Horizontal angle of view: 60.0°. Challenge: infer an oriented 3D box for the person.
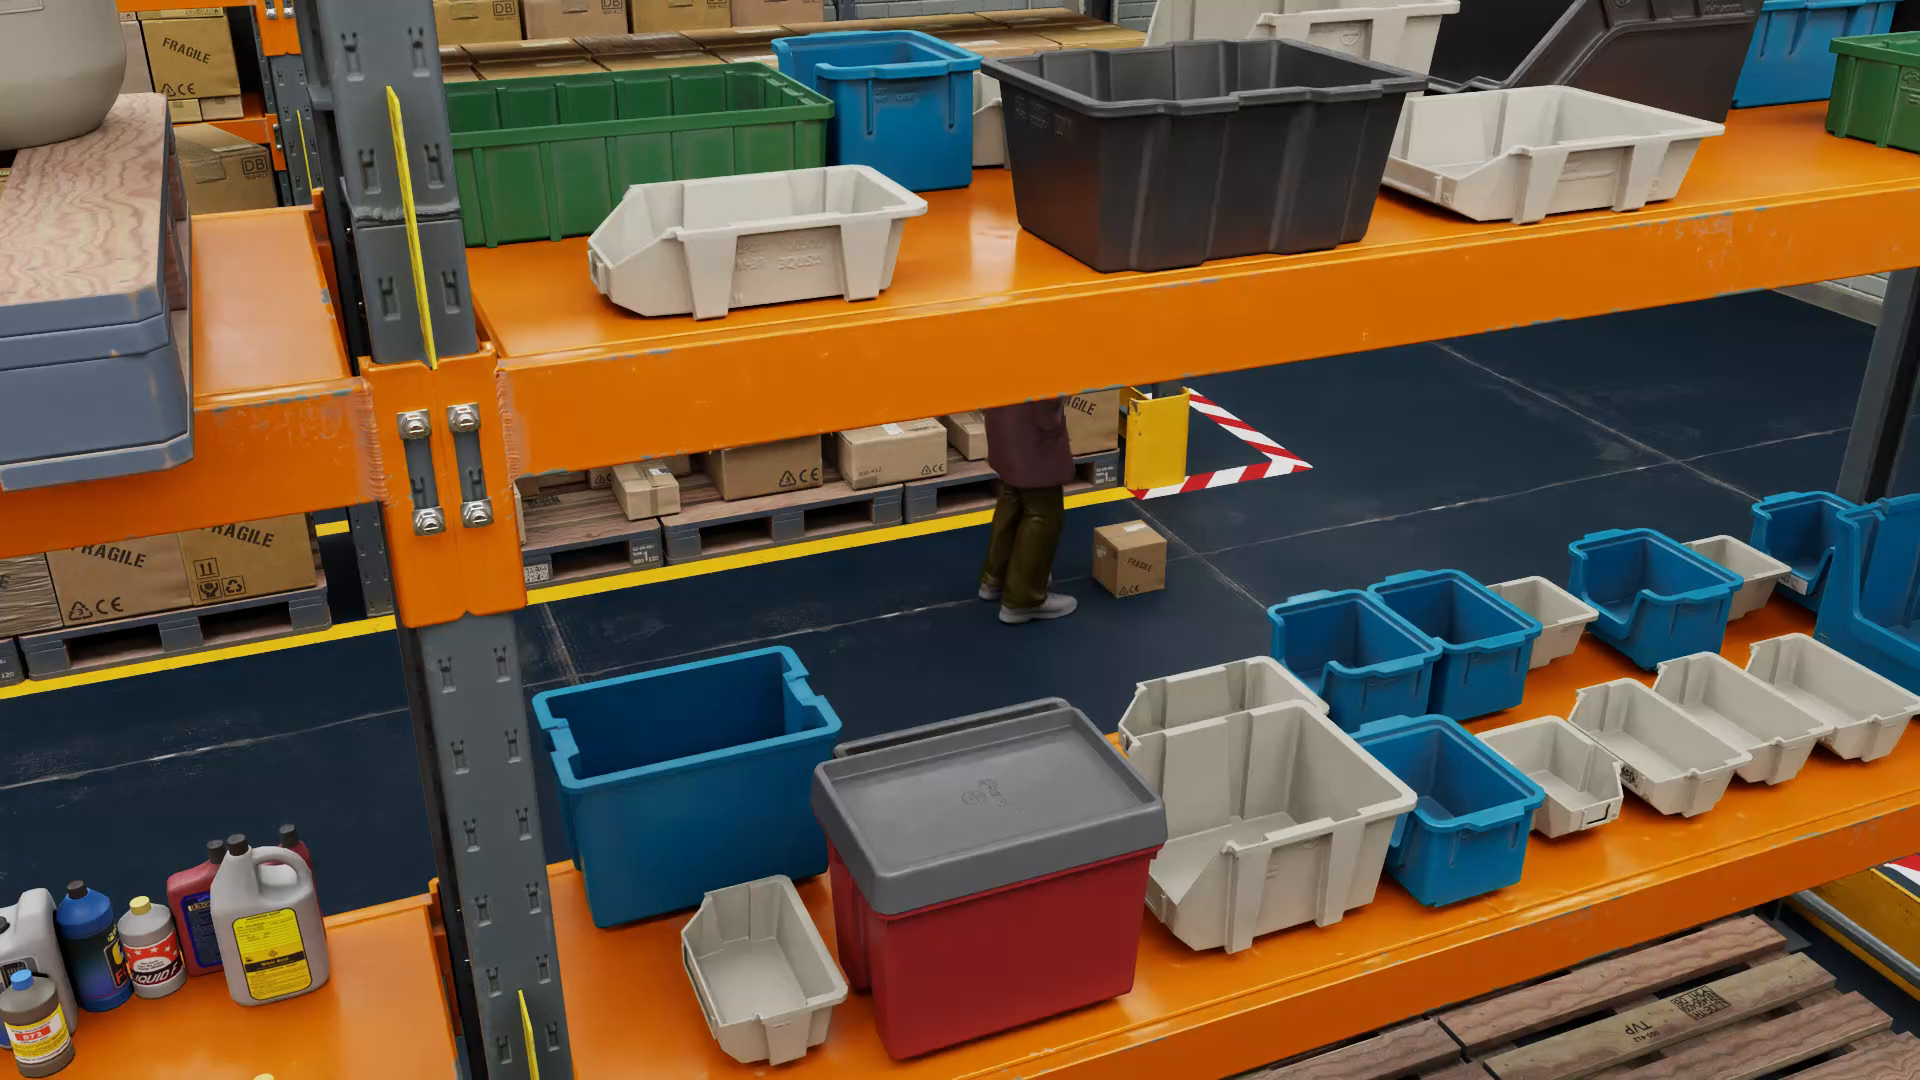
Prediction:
[{"bbox_3d":[0.293,-0.516,7.228,0.378,1.767,0.562,-10,27,-20],"label":"person"}]
